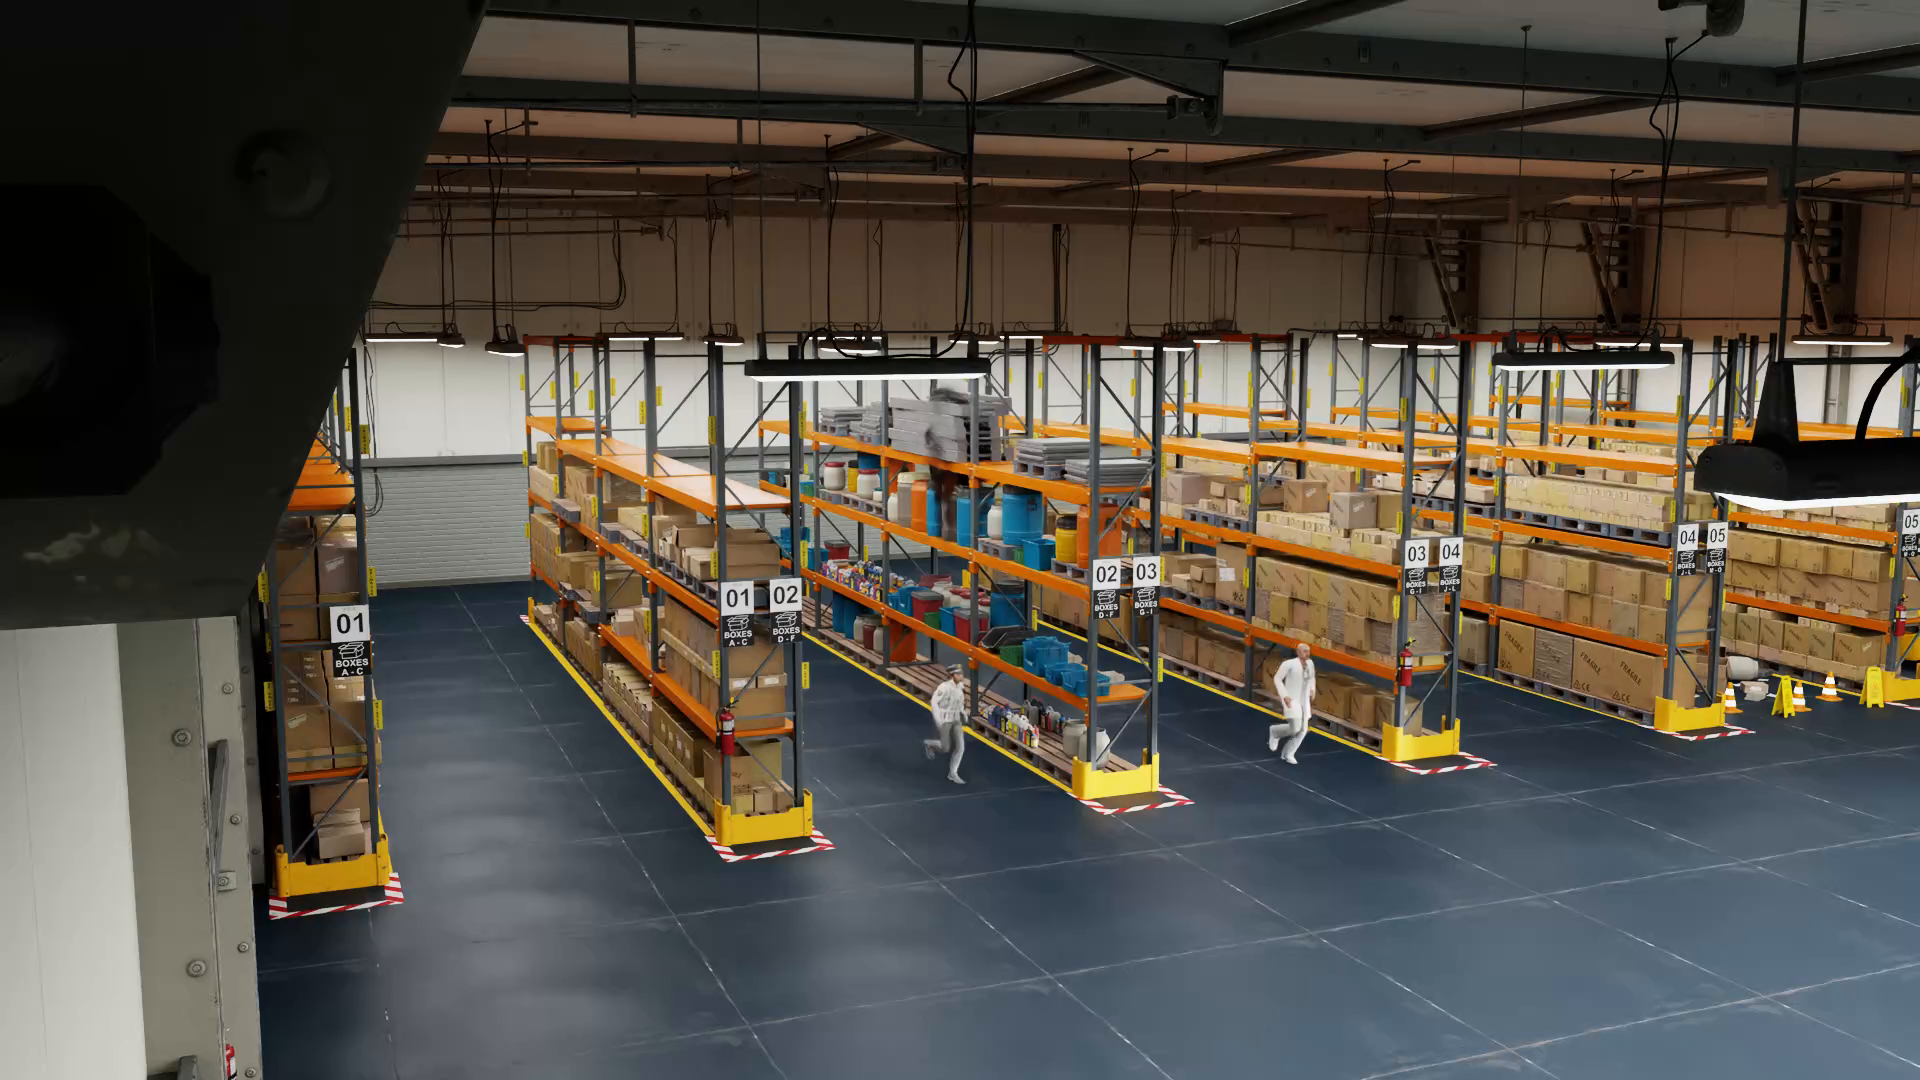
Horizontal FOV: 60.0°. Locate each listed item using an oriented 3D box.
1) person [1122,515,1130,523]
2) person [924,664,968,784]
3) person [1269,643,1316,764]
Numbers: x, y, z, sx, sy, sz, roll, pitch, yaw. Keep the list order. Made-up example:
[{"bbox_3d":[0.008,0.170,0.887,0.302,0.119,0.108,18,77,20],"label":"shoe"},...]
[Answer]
[{"bbox_3d":[3.866,0.176,39.961,0.694,1.797,0.676,0,8,-1],"label":"person"},{"bbox_3d":[-0.190,2.497,22.977,0.634,1.671,0.776,-7,10,-42],"label":"person"},{"bbox_3d":[4.830,2.366,23.971,0.700,1.626,0.649,-5,9,-31],"label":"person"}]
